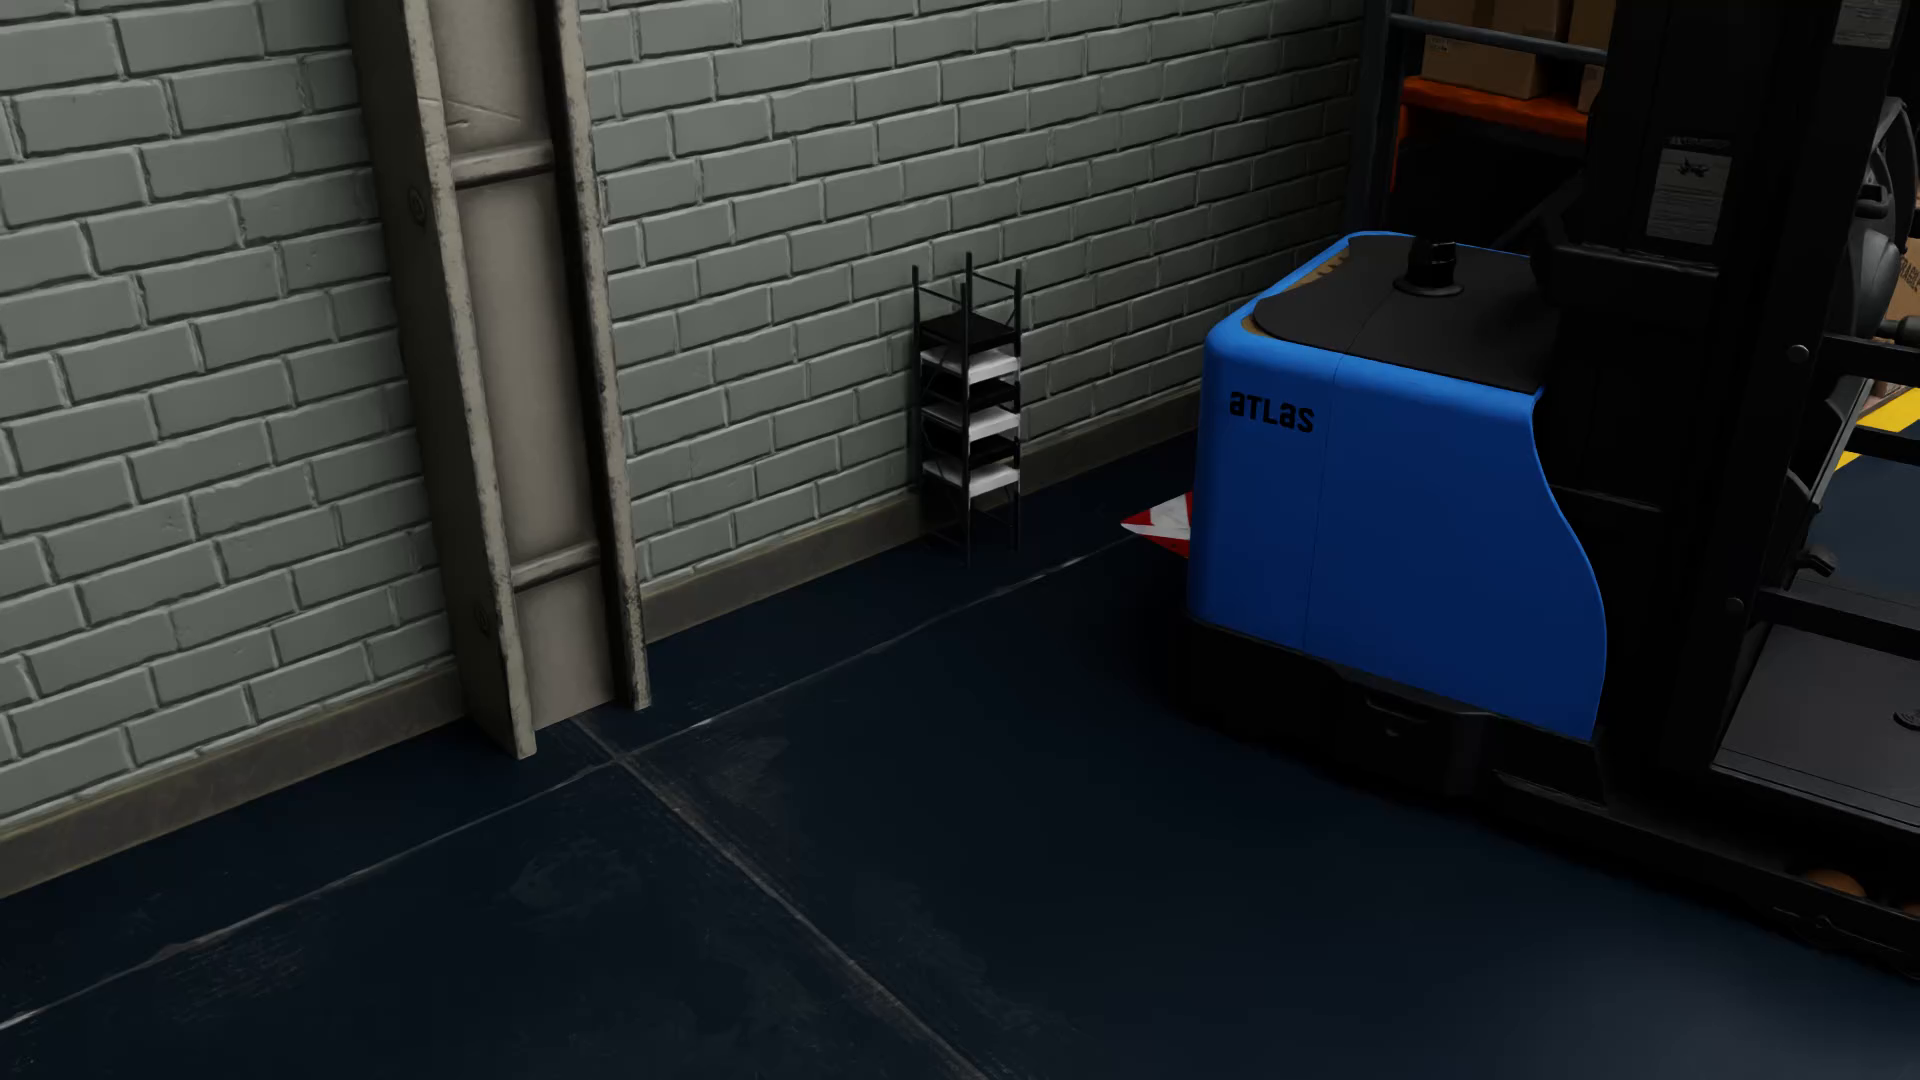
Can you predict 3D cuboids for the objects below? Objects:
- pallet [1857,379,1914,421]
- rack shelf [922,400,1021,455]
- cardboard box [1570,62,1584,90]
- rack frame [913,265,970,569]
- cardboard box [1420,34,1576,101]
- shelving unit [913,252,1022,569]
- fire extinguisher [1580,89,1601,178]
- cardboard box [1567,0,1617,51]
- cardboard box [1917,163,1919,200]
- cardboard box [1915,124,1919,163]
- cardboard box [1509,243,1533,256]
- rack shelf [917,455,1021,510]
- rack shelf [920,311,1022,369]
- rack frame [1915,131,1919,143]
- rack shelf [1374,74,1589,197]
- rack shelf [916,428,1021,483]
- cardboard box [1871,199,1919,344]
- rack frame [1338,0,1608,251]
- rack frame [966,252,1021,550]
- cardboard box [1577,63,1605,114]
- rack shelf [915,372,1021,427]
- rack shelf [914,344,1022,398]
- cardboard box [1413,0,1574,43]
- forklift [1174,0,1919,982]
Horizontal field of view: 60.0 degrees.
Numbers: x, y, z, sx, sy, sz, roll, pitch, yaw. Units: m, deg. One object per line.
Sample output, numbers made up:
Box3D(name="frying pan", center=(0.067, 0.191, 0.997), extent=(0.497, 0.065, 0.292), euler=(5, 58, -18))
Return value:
Box3D(name="pallet", center=(3.159, -0.791, 6.506), extent=(1.213, 0.211, 1.003), euler=(-22, 35, -35))
Box3D(name="rack shelf", center=(0.024, -0.354, 5.018), extent=(0.200, 0.077, 0.258), euler=(-21, 33, -35))
Box3D(name="cardboard box", center=(1.879, -1.524, 5.186), extent=(0.250, 0.149, 0.380), euler=(-21, 34, -34))
Box3D(name="rack frame", center=(-0.054, -0.354, 4.945), extent=(0.006, 0.900, 0.240), euler=(-21, 33, -35))
Box3D(name="cardboard box", center=(1.646, -1.469, 5.082), extent=(0.250, 0.149, 0.380), euler=(-22, 35, -35))
Box3D(name="shelving unit", center=(0.024, -0.384, 5.003), extent=(0.210, 0.900, 0.258), euler=(-21, 33, -35))
Box3D(name="fire extinguisher", center=(1.756, -0.973, 4.365), extent=(0.183, 0.674, 0.296), euler=(-22, 35, -35))
Box3D(name="cardboard box", center=(2.088, -1.489, 4.698), extent=(0.500, 0.250, 0.500), euler=(-22, 35, -35))
Box3D(name="cardboard box", center=(3.560, -1.183, 6.488), extent=(0.500, 0.500, 0.700), euler=(-23, 36, -37))
Box3D(name="cardboard box", center=(4.792, -1.945, 7.913), extent=(0.500, 0.500, 0.500), euler=(-22, 35, -35))
Box3D(name="cardboard box", center=(2.095, -0.619, 5.429), extent=(0.637, 0.503, 0.797), euler=(-24, 36, -37))
Box3D(name="rack shelf", center=(0.026, -0.193, 5.098), extent=(0.200, 0.077, 0.258), euler=(-21, 33, -35))
Box3D(name="rack shelf", center=(0.022, -0.596, 4.898), extent=(0.200, 0.077, 0.258), euler=(-21, 33, -35))
Box3D(name="rack frame", center=(4.611, -2.606, 6.943), extent=(0.127, 3.000, 1.000), euler=(-22, 35, -35))
Box3D(name="rack shelf", center=(3.089, -1.676, 5.968), extent=(4.000, 0.370, 1.077), euler=(-22, 35, -35))
Box3D(name="rack shelf", center=(0.025, -0.274, 5.058), extent=(0.200, 0.077, 0.258), euler=(-21, 33, -35))
Box3D(name="cardboard box", center=(3.237, -0.991, 6.129), extent=(0.500, 0.500, 0.500), euler=(-21, 35, -34))
Box3D(name="rack frame", center=(1.568, -1.382, 4.653), extent=(0.127, 3.000, 1.000), euler=(-22, 35, -35))
Box3D(name="rack frame", center=(0.102, -0.414, 5.061), extent=(0.006, 0.900, 0.240), euler=(-21, 33, -35))
Box3D(name="cardboard box", center=(1.996, -1.273, 4.717), extent=(0.250, 0.149, 0.380), euler=(-22, 35, -35))
Box3D(name="rack shelf", center=(0.024, -0.435, 4.978), extent=(0.200, 0.077, 0.258), euler=(-21, 33, -35))
Box3D(name="rack shelf", center=(0.023, -0.515, 4.938), extent=(0.200, 0.077, 0.258), euler=(-21, 33, -35))
Box3D(name="cardboard box", center=(1.745, -1.683, 5.060), extent=(0.500, 0.250, 0.500), euler=(-21, 34, -34))
Box3D(name="forklift", center=(2.076, -0.647, 3.351), extent=(3.031, 2.935, 1.130), euler=(17, 33, 29))
